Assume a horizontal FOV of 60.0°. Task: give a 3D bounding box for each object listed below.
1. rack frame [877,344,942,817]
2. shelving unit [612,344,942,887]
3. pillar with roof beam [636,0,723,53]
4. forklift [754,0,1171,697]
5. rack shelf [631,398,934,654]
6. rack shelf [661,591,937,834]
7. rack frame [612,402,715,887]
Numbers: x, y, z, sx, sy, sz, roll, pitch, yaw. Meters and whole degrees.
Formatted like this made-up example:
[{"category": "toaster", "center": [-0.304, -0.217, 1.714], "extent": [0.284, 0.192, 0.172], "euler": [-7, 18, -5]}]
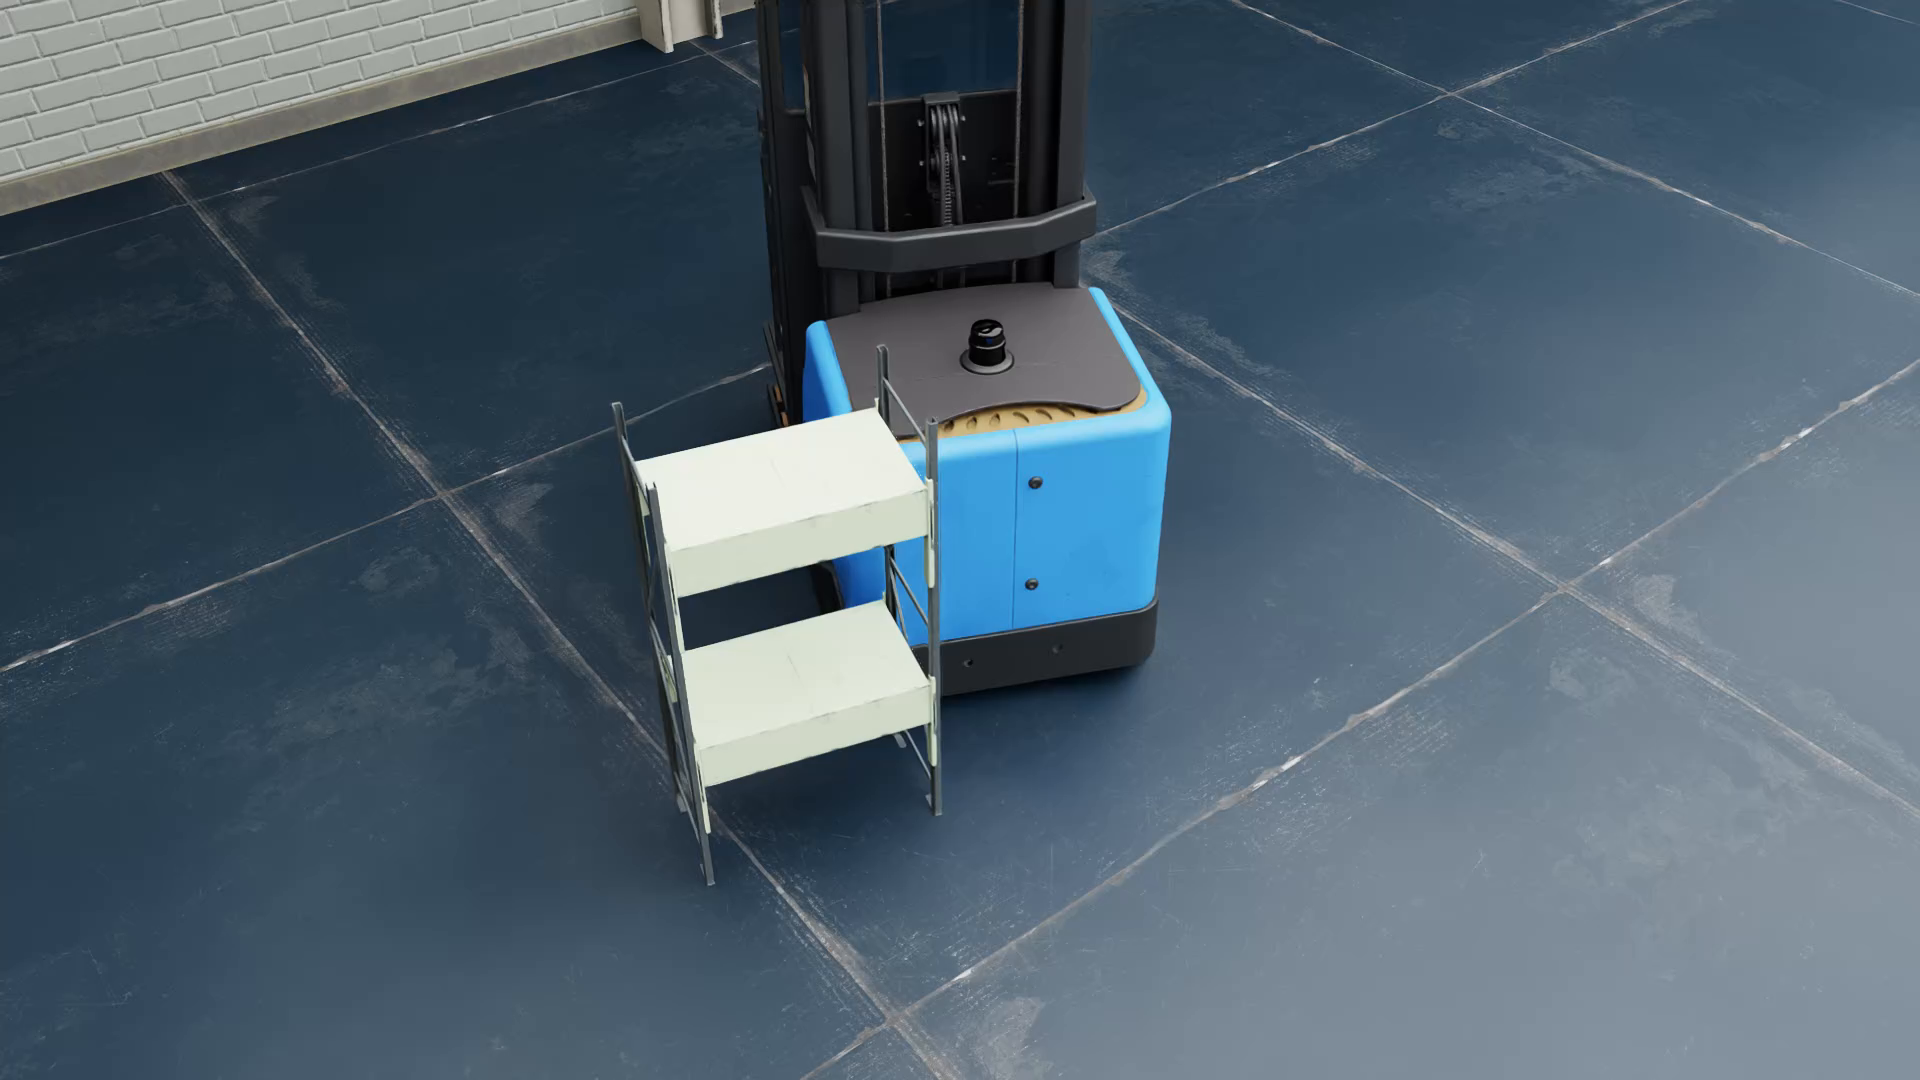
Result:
[{"category": "rack frame", "center": [-0.142, 0.166, 4.866], "extent": [0.023, 1.500, 0.400], "euler": [-14, 42, -17]}, {"category": "shelving unit", "center": [-0.481, 0.253, 4.759], "extent": [0.755, 1.500, 0.431], "euler": [-14, 42, -17]}, {"category": "pillar with roof beam", "center": [0.966, -4.313, 4.412], "extent": [0.400, 9.000, 9.100], "euler": [-26, 46, -28]}, {"category": "forklift", "center": [-0.169, -1.529, 5.803], "extent": [1.130, 2.935, 3.031], "euler": [-8, 40, -10]}, {"category": "rack shelf", "center": [-0.481, -0.049, 4.512], "extent": [0.720, 0.370, 0.431], "euler": [-14, 42, -17]}, {"category": "rack shelf", "center": [-0.481, 0.505, 4.966], "extent": [0.720, 0.370, 0.431], "euler": [-14, 42, -17]}, {"category": "rack frame", "center": [-0.820, 0.340, 4.653], "extent": [0.023, 1.500, 0.400], "euler": [-14, 42, -17]}]
